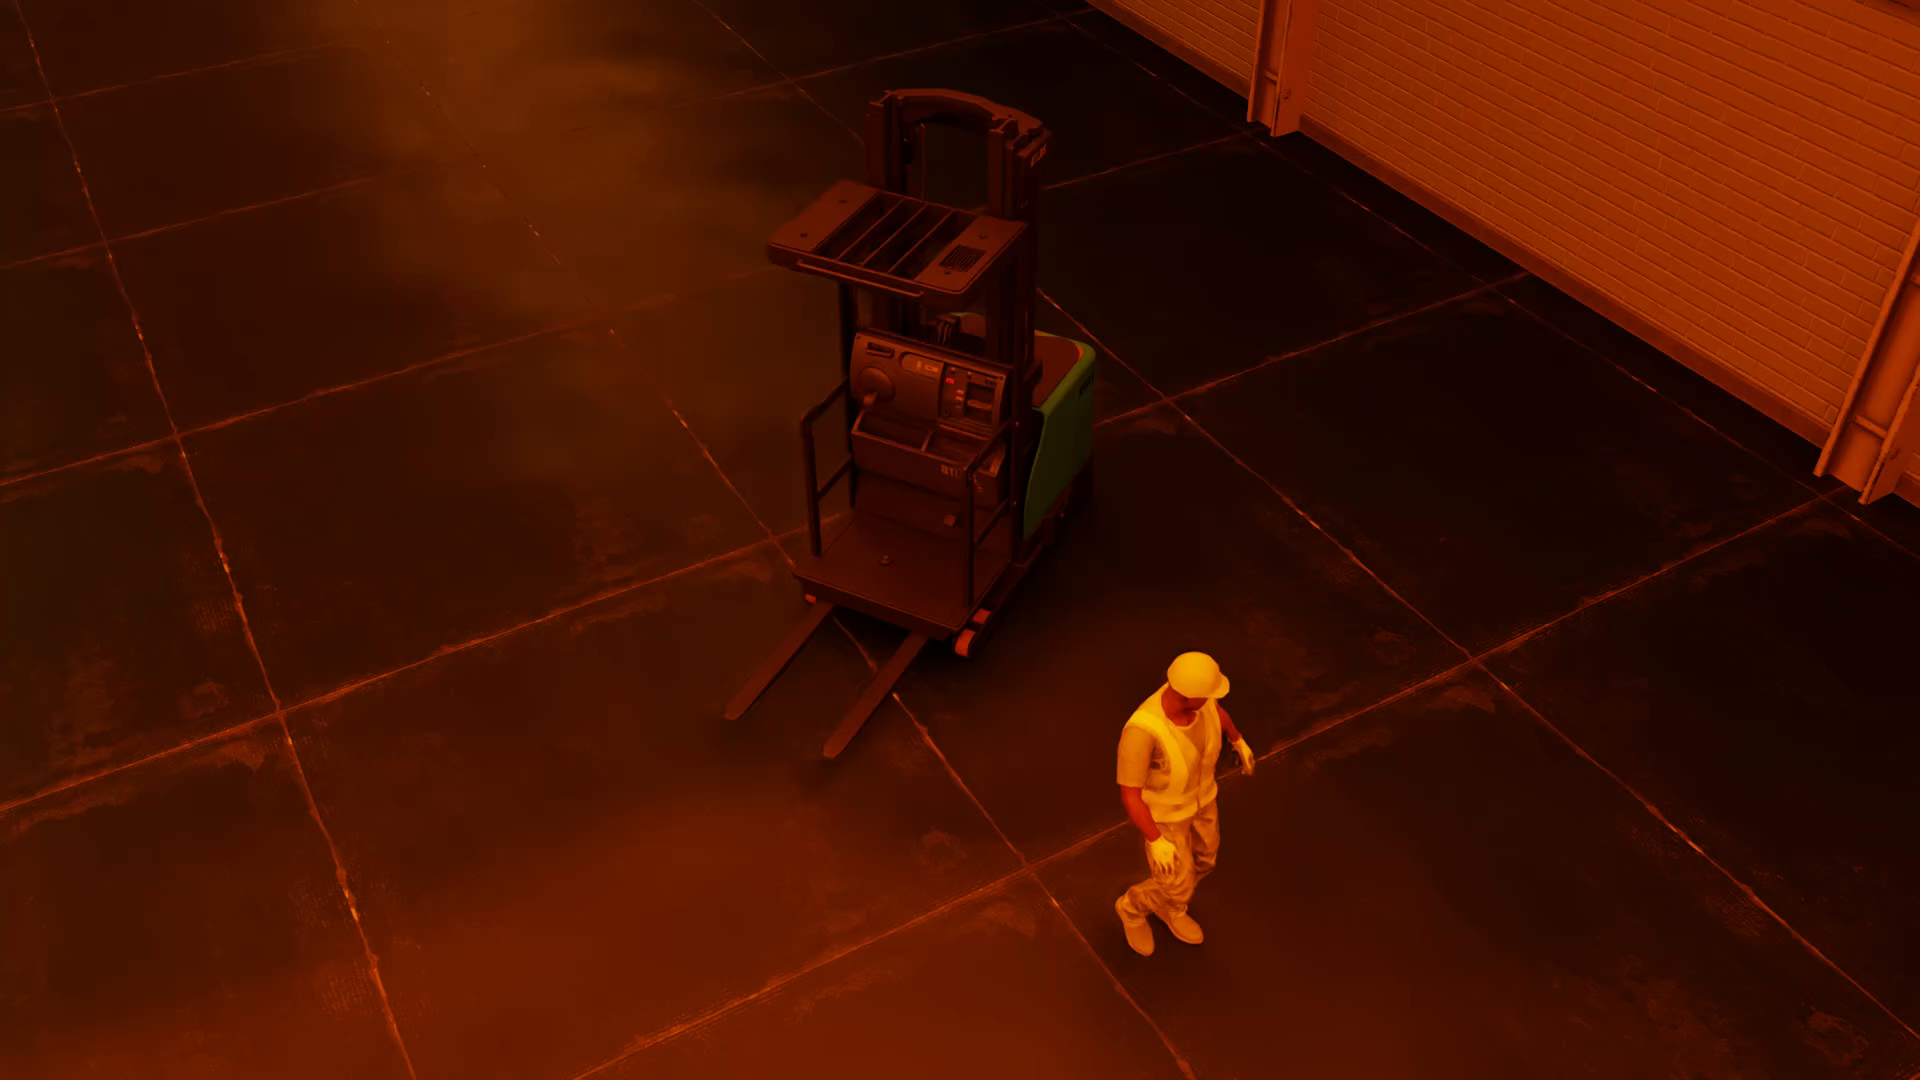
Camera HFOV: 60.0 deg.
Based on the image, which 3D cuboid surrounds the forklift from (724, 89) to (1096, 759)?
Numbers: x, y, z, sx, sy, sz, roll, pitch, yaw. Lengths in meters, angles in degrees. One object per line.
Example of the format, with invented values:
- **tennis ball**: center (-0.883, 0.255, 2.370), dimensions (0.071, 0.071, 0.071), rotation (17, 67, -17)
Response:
- **forklift**: center (-0.275, -0.780, 8.977), dimensions (1.130, 2.935, 3.031), rotation (18, 43, 20)

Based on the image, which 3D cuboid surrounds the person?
- **person**: center (1.035, 1.177, 7.552), dimensions (0.827, 1.759, 0.483), rotation (-29, 48, -31)
